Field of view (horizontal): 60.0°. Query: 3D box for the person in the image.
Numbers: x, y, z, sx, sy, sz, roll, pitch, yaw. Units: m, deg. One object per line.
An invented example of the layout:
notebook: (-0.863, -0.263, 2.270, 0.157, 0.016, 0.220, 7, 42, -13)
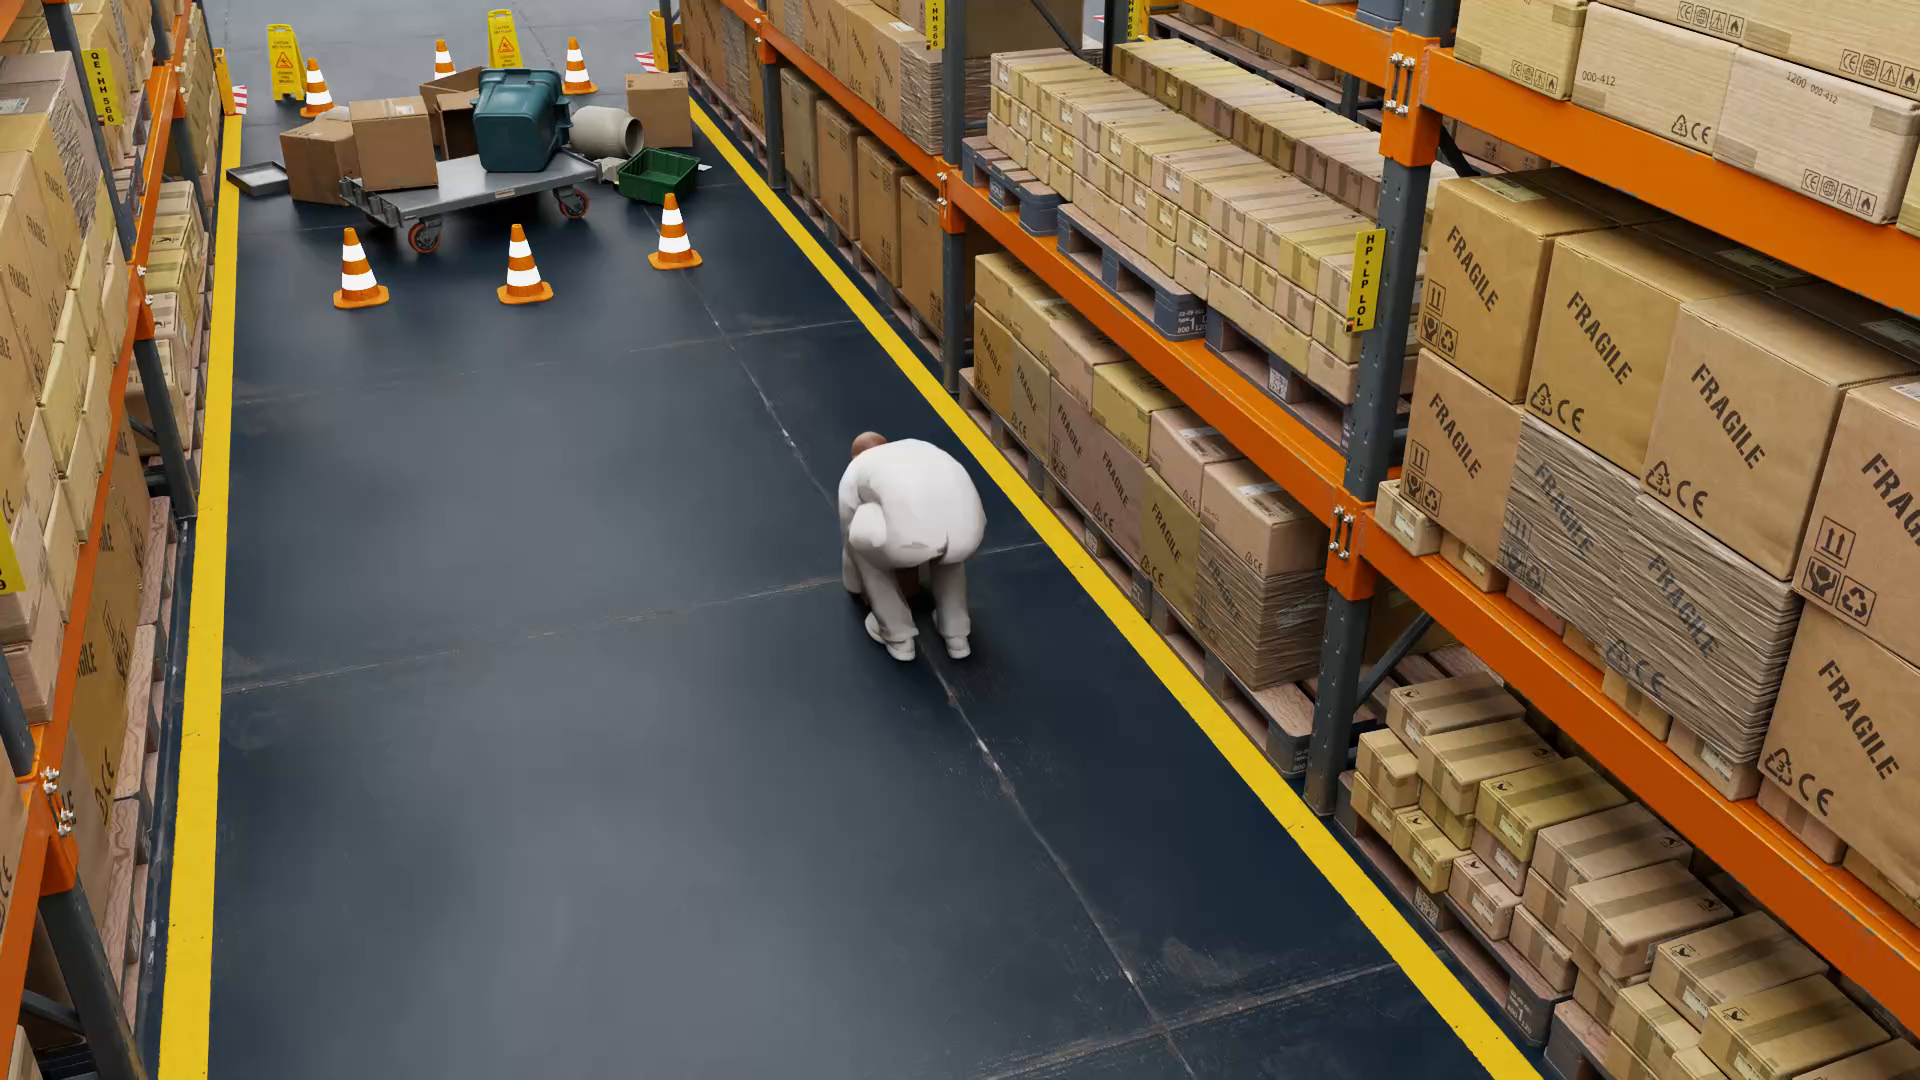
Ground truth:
person: (-0.209, -0.012, 7.078, 0.550, 0.911, 0.951, -11, 31, -19)
